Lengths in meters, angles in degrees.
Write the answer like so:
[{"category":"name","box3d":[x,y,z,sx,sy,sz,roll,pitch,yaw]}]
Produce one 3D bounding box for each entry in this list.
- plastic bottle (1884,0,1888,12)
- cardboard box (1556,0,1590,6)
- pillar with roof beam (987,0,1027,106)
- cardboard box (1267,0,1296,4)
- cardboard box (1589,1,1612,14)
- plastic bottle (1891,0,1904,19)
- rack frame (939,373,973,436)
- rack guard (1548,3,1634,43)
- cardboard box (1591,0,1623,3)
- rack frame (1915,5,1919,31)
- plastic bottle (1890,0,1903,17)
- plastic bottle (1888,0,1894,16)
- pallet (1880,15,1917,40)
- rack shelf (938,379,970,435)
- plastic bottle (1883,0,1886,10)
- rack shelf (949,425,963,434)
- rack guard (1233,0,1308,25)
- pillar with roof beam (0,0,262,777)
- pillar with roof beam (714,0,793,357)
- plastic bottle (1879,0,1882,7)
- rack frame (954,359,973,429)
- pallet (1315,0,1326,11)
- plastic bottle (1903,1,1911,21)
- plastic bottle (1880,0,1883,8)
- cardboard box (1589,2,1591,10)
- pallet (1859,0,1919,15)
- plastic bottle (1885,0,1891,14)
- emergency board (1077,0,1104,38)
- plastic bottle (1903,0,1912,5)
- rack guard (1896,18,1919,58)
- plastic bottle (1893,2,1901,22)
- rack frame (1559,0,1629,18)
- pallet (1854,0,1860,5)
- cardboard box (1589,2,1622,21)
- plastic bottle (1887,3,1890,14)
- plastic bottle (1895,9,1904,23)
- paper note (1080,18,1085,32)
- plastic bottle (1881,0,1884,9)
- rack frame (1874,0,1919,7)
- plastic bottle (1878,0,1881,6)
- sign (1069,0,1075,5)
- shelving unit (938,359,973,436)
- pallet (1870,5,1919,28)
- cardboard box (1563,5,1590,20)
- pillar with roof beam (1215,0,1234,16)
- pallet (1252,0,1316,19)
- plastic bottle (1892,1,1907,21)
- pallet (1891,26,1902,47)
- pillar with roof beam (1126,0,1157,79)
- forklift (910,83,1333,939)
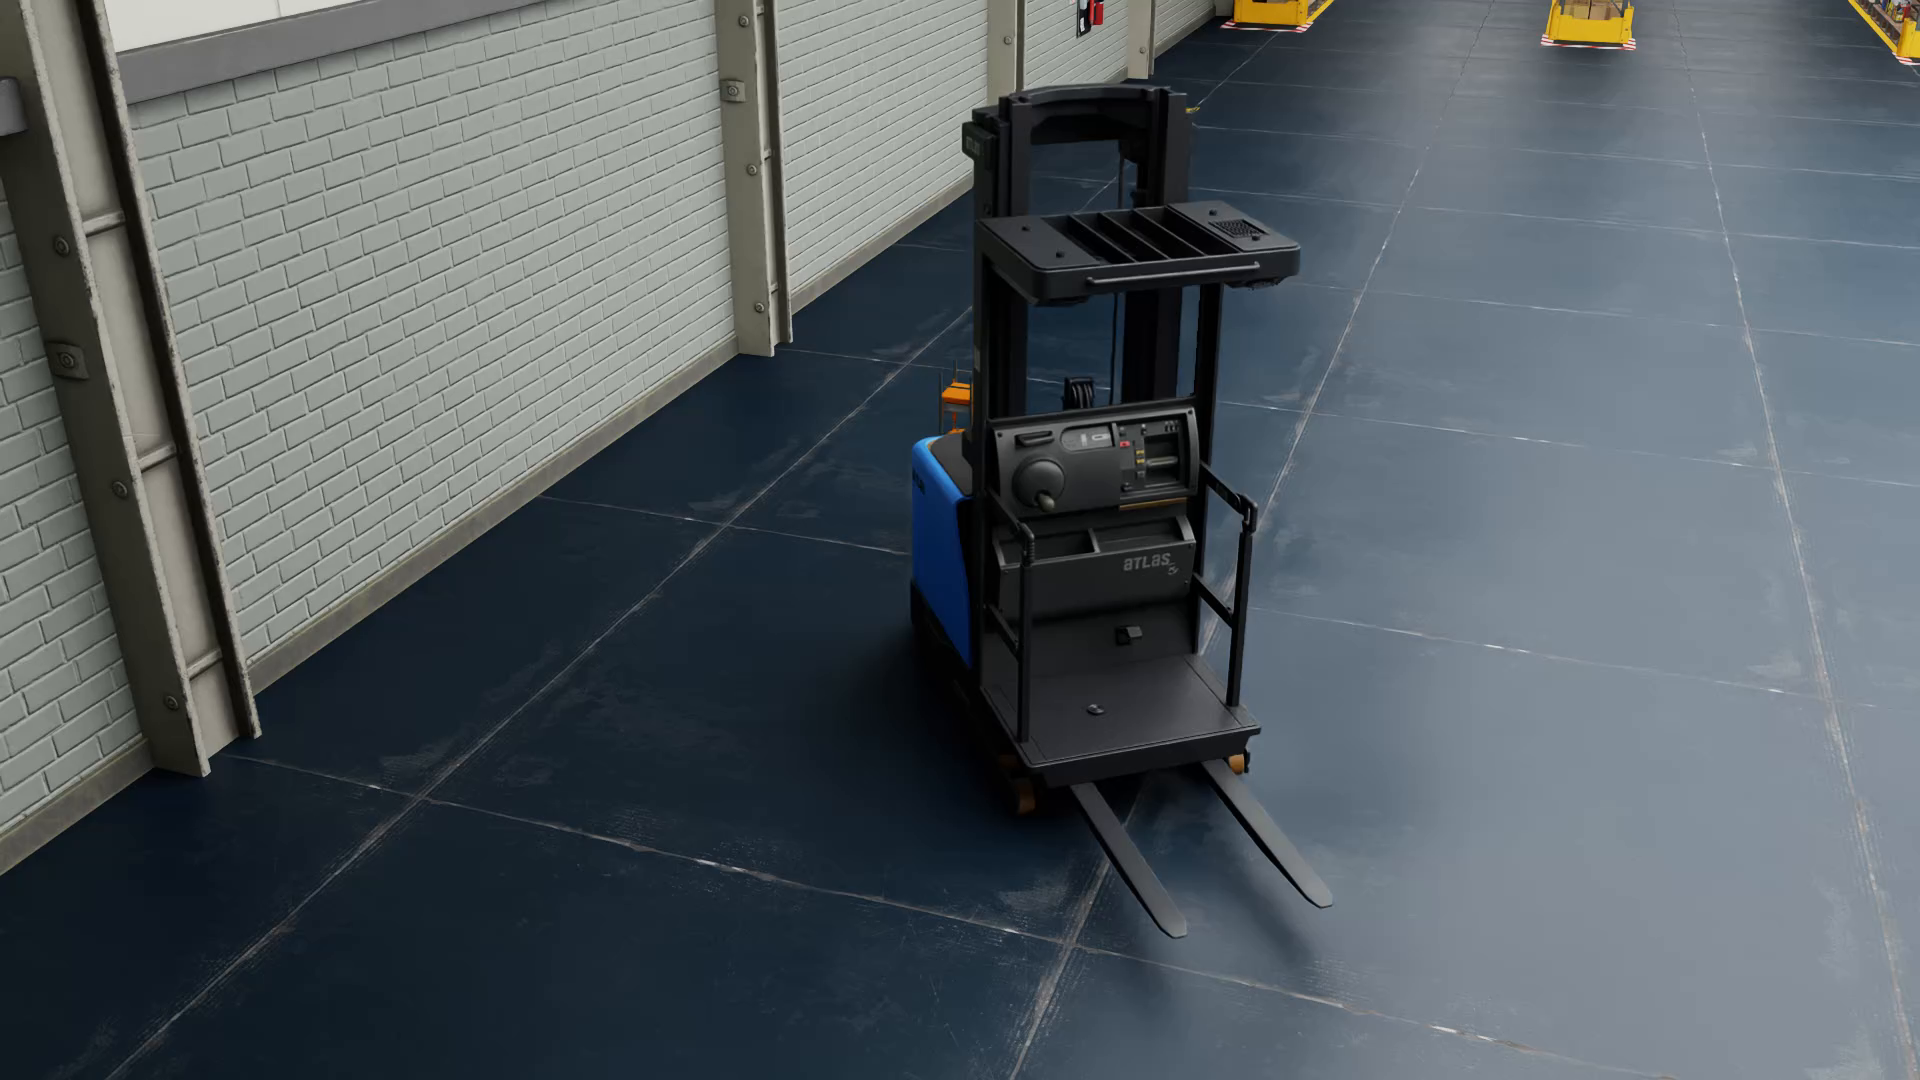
[{"category":"plastic bottle","box3d":[15.012,-8.691,26.793,0.144,0.351,0.185,8,27,15]},{"category":"cardboard box","box3d":[9.632,-8.663,26.013,0.500,0.500,0.500,9,27,17]},{"category":"pillar with roof beam","box3d":[4.545,-7.385,14.677,9.100,9.000,0.400,9,27,17]},{"category":"cardboard box","box3d":[5.377,-9.087,27.656,0.500,0.311,0.500,6,26,12]},{"category":"cardboard box","box3d":[10.285,-8.456,26.447,0.500,0.250,0.500,9,27,17]},{"category":"plastic bottle","box3d":[14.758,-8.338,26.149,0.152,0.276,0.135,8,27,16]},{"category":"rack frame","box3d":[-0.023,-0.444,9.463,0.200,1.050,0.008,9,27,17]},{"category":"rack guard","box3d":[9.726,-7.976,25.649,1.175,0.500,0.348,9,27,17]},{"category":"cardboard box","box3d":[10.287,-8.794,26.283,0.500,0.500,0.500,9,27,17]},{"category":"rack frame","box3d":[14.404,-8.391,23.638,1.000,3.000,0.127,9,27,17]},{"category":"plastic bottle","box3d":[14.809,-8.440,26.275,0.144,0.351,0.185,10,28,20]},{"category":"plastic bottle","box3d":[14.871,-8.517,26.433,0.144,0.351,0.185,9,27,17]},{"category":"pallet","box3d":[15.068,-8.007,26.044,1.003,0.211,1.213,9,27,17]},{"category":"rack shelf","box3d":[0.018,-0.740,9.448,0.215,0.259,0.240,9,27,17]},{"category":"plastic bottle","box3d":[15.075,-8.769,26.954,0.144,0.351,0.185,10,27,19]},{"category":"rack shelf","box3d":[0.018,-0.485,9.571,0.215,0.259,0.240,9,27,17]},{"category":"rack guard","box3d":[5.087,-8.734,27.215,1.175,0.500,0.348,9,27,17]},{"category":"pillar with roof beam","box3d":[0.552,-2.454,4.492,9.100,9.000,0.400,9,27,17]},{"category":"pillar with roof beam","box3d":[2.549,-4.919,9.584,9.100,9.000,0.400,9,27,17]},{"category":"plastic bottle","box3d":[15.182,-8.864,27.322,0.097,0.201,0.097,0,26,0]},{"category":"rack frame","box3d":[0.058,-0.545,9.670,0.200,1.050,0.008,9,27,17]},{"category":"pallet","box3d":[5.798,-9.432,28.988,1.003,0.211,1.213,9,27,17]},{"category":"plastic bottle","box3d":[14.812,-8.269,25.999,0.061,0.283,0.133,9,27,17]},{"category":"plastic bottle","box3d":[15.148,-8.822,27.235,0.097,0.201,0.097,0,26,0]},{"category":"cardboard box","box3d":[10.452,-8.662,26.871,0.500,0.250,0.500,9,27,17]},{"category":"pallet","box3d":[15.960,-9.108,28.319,1.003,0.211,1.213,9,27,17]},{"category":"plastic bottle","box3d":[14.918,-8.599,26.680,0.061,0.283,0.133,10,28,20]},{"category":"emergency board","box3d":[1.624,-6.765,20.280,0.194,1.169,0.643,9,27,17]},{"category":"plastic bottle","box3d":[15.019,-8.472,26.426,0.152,0.276,0.135,9,27,17]},{"category":"rack guard","box3d":[14.385,-7.304,24.261,1.175,0.500,0.348,9,27,17]},{"category":"plastic bottle","box3d":[14.624,-8.235,25.929,0.061,0.283,0.133,9,27,19]},{"category":"rack frame","box3d":[9.734,-9.111,25.125,1.000,3.000,0.127,9,27,17]},{"category":"pallet","box3d":[16.364,-9.611,29.358,1.003,0.211,1.213,9,27,17]},{"category":"cardboard box","box3d":[10.123,-8.250,26.021,0.500,0.250,0.500,9,27,17]},{"category":"plastic bottle","box3d":[14.896,-8.511,26.593,0.097,0.201,0.097,0,26,0]},{"category":"plastic bottle","box3d":[14.602,-8.148,25.842,0.097,0.201,0.097,0,26,0]},{"category":"paper note","box3d":[1.500,-6.306,20.342,0.016,0.148,0.142,9,27,17]},{"category":"plastic bottle","box3d":[15.134,-8.803,27.109,0.152,0.276,0.135,10,27,19]},{"category":"rack frame","box3d":[15.735,-10.035,27.033,1.000,3.000,0.127,9,27,17]},{"category":"plastic bottle","box3d":[15.216,-8.937,27.393,0.097,0.271,0.097,0,26,0]},{"category":"sign","box3d":[1.343,-6.569,19.834,0.001,0.329,0.234,9,27,17]},{"category":"shelving unit","box3d":[0.018,-0.495,9.567,0.215,1.050,0.252,9,27,17]},{"category":"pallet","box3d":[15.472,-8.510,27.083,1.003,0.211,1.213,9,27,17]},{"category":"cardboard box","box3d":[9.634,-8.325,26.176,0.500,0.250,0.500,9,27,17]},{"category":"pillar with roof beam","box3d":[8.539,-12.316,24.862,9.100,9.000,0.400,9,27,17]},{"category":"pallet","box3d":[5.391,-8.932,27.956,1.003,0.211,1.213,9,27,17]},{"category":"plastic bottle","box3d":[14.712,-8.281,26.032,0.152,0.276,0.135,9,27,18]},{"category":"pallet","box3d":[14.660,-7.507,25.012,1.003,0.211,1.213,9,27,17]},{"category":"pillar with roof beam","box3d":[6.542,-9.851,19.769,9.100,9.000,0.400,9,27,17]},{"category":"forklift","box3d":[0.664,-0.312,7.030,1.130,2.935,3.031,-8,27,-15]}]
